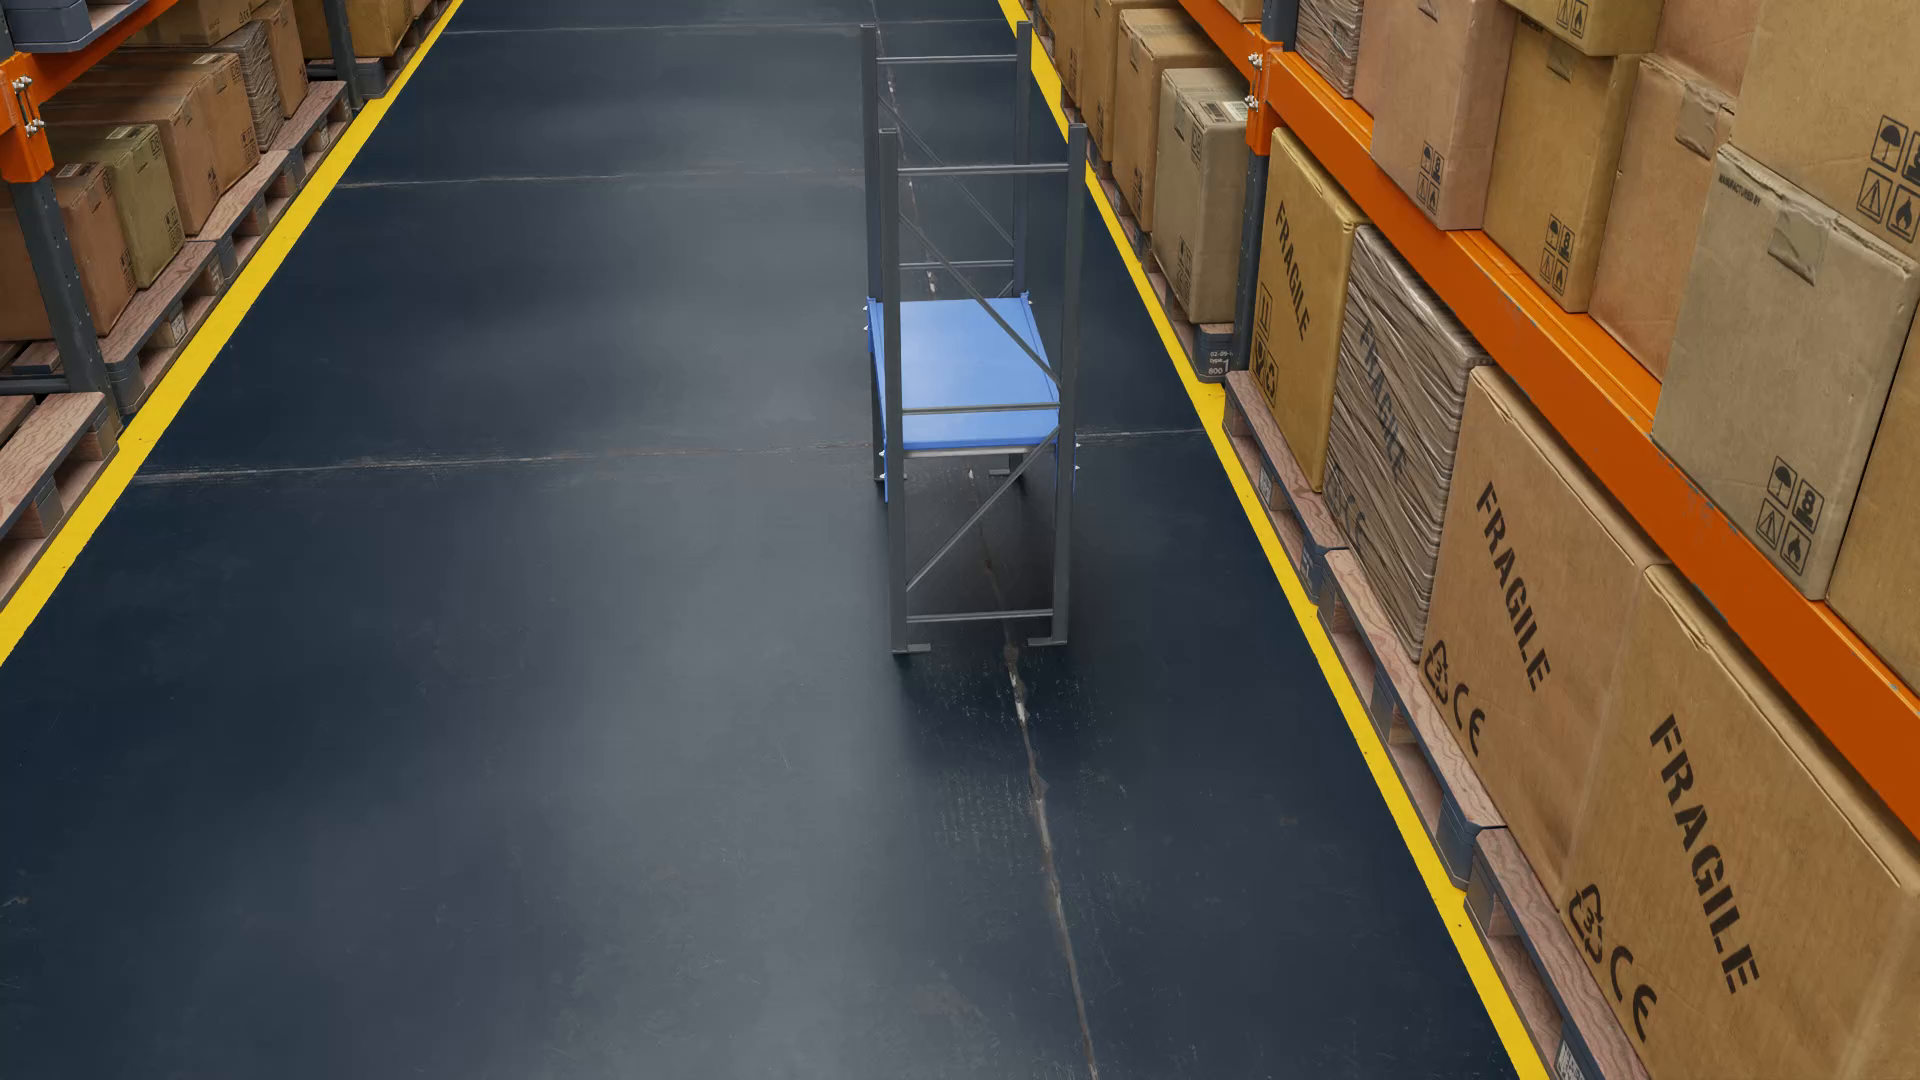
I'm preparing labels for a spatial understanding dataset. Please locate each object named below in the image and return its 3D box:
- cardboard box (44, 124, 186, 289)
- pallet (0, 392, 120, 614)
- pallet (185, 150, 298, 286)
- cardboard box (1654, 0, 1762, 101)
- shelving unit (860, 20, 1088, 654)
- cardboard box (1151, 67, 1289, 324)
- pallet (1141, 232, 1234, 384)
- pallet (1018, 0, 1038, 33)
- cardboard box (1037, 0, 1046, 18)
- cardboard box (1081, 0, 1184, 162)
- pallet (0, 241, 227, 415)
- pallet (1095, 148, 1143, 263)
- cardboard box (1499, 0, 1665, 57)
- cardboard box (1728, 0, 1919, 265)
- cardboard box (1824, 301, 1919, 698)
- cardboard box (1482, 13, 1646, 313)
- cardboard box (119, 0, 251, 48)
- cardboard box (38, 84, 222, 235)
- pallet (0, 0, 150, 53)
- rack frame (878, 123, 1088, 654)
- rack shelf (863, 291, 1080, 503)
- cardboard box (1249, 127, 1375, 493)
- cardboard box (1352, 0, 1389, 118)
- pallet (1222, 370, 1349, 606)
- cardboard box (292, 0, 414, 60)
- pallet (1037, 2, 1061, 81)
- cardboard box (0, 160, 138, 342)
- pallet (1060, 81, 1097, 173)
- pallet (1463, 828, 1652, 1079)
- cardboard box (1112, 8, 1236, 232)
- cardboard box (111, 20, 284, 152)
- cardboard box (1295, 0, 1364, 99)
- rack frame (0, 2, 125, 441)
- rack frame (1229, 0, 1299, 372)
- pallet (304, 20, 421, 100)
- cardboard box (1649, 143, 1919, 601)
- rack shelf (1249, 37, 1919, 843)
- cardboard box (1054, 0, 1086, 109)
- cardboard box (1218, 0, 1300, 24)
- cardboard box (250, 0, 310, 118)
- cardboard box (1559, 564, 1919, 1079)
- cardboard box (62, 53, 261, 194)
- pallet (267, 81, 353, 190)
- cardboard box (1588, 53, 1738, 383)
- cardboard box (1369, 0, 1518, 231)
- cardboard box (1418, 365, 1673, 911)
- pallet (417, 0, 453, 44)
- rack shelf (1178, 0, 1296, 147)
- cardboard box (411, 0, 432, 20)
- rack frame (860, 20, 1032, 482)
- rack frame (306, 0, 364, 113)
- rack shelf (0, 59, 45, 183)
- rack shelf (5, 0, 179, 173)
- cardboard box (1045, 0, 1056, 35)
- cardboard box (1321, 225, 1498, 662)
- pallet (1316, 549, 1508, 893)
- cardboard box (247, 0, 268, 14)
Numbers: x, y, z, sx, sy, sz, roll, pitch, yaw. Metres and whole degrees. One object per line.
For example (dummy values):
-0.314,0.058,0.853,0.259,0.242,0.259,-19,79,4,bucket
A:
-3.521,-1.299,6.509,0.700,0.500,0.500,-3,31,-5,cardboard box
-3.362,-0.086,5.189,1.003,0.211,1.213,-3,31,-5,pallet
-3.651,-1.449,7.470,1.003,0.211,1.213,-3,31,-5,pallet
1.805,-1.057,2.894,0.875,0.550,0.550,-3,31,-5,cardboard box
0.008,-0.600,4.792,0.538,1.500,1.048,-3,31,-5,shelving unit
1.340,-1.338,6.349,1.050,0.750,0.750,-3,31,-5,cardboard box
1.341,-1.004,6.725,1.003,0.211,1.213,-3,31,-5,pallet
0.932,-3.676,11.199,1.003,0.211,1.213,-3,31,-5,pallet
0.748,-3.549,10.294,0.500,0.500,0.500,-2,31,-3,cardboard box
1.167,-2.306,7.970,1.050,0.750,0.750,-2,31,-4,cardboard box
-3.534,-0.825,6.425,1.003,0.211,1.213,-3,31,-5,pallet
1.224,-1.628,7.770,1.003,0.211,1.213,-3,31,-5,pallet
1.626,-1.321,3.337,0.875,0.550,0.500,-3,31,-5,cardboard box
1.722,-0.764,2.405,0.875,0.550,0.550,-3,31,-5,cardboard box
1.782,-0.020,2.212,0.875,0.550,0.550,-3,31,-5,cardboard box
1.691,-0.860,3.619,0.875,0.550,0.500,-3,31,-5,cardboard box
-3.681,-2.494,7.777,0.500,0.250,0.500,1,31,1,cardboard box
-3.574,-1.585,6.987,0.700,0.500,0.500,-5,31,-9,cardboard box
-3.386,-1.939,5.759,1.003,0.211,1.213,-3,31,-5,pallet
0.055,-0.341,4.358,0.500,1.500,0.032,-3,31,-5,rack frame
0.008,-0.446,4.885,0.538,0.185,1.000,-3,31,-5,rack shelf
1.477,-0.754,5.250,0.875,0.875,0.875,-2,31,-4,cardboard box
1.608,-1.408,4.535,0.875,0.550,0.550,-3,31,-5,cardboard box
1.481,-0.222,5.415,1.003,0.211,1.213,-3,31,-5,pallet
-3.877,-3.288,9.492,1.225,0.875,0.875,-4,31,-7,cardboard box
1.043,-3.055,10.158,1.003,0.211,1.213,-3,31,-5,pallet
-3.496,-1.055,6.099,0.700,0.500,0.500,-5,31,-8,cardboard box
1.113,-2.250,8.810,1.003,0.211,1.213,-3,31,-5,pallet
1.709,1.024,3.329,1.003,0.211,1.213,-3,31,-5,pallet
1.254,-1.830,7.174,1.050,0.750,0.750,-3,31,-5,cardboard box
-3.686,-2.159,7.948,0.700,0.500,0.500,-5,31,-9,cardboard box
1.534,-1.687,5.003,0.875,0.550,0.550,-3,31,-5,cardboard box
-3.460,-1.625,5.045,1.000,3.000,0.127,-3,31,-5,rack frame
1.488,-1.811,5.356,1.000,3.000,0.127,-3,31,-5,rack frame
-3.832,-2.876,9.859,1.003,0.211,1.213,-3,31,-5,pallet
1.709,-0.300,2.681,0.875,0.550,0.550,-3,31,-5,cardboard box
1.675,-0.481,3.831,1.077,0.370,4.000,-3,31,-5,rack shelf
1.082,-2.752,8.717,1.050,0.750,0.750,-3,31,-5,cardboard box
1.173,-2.107,5.755,0.500,0.500,0.500,-3,31,-5,cardboard box
-3.751,-2.441,8.421,0.700,0.500,0.500,-4,31,-7,cardboard box
1.733,0.620,2.949,0.875,0.875,0.875,-3,31,-4,cardboard box
-3.627,-1.870,7.464,0.700,0.500,0.500,0,31,0,cardboard box
-3.762,-2.071,8.511,1.003,0.211,1.213,-3,31,-5,pallet
1.782,-0.592,3.169,0.875,0.550,0.550,-3,31,-5,cardboard box
1.542,-1.126,4.064,0.875,0.550,0.550,-3,31,-5,cardboard box
1.648,0.171,3.701,0.875,0.875,0.875,-3,31,-5,cardboard box
-3.943,-3.497,10.899,1.003,0.211,1.213,-3,31,-5,pallet
1.301,-2.523,7.250,1.077,0.370,4.000,-3,31,-5,rack shelf
-3.953,-3.744,10.255,1.225,0.875,0.875,-3,31,-4,cardboard box
-0.040,-0.860,5.227,0.500,1.500,0.032,-3,31,-5,rack frame
-3.833,-3.667,8.464,1.000,3.000,0.127,-3,31,-5,rack frame
-3.273,-0.295,3.520,1.077,0.370,4.000,-3,31,-5,rack shelf
-3.647,-2.337,6.939,1.077,0.370,4.000,-3,31,-5,rack shelf
0.793,-3.283,9.850,0.500,0.500,0.500,-3,31,-5,cardboard box
1.565,-0.294,4.480,0.875,0.875,0.875,-3,31,-4,cardboard box
1.598,0.403,4.370,1.003,0.211,1.213,-3,31,-5,pallet
-3.741,-2.764,8.229,0.500,0.250,0.500,-2,31,-3,cardboard box
